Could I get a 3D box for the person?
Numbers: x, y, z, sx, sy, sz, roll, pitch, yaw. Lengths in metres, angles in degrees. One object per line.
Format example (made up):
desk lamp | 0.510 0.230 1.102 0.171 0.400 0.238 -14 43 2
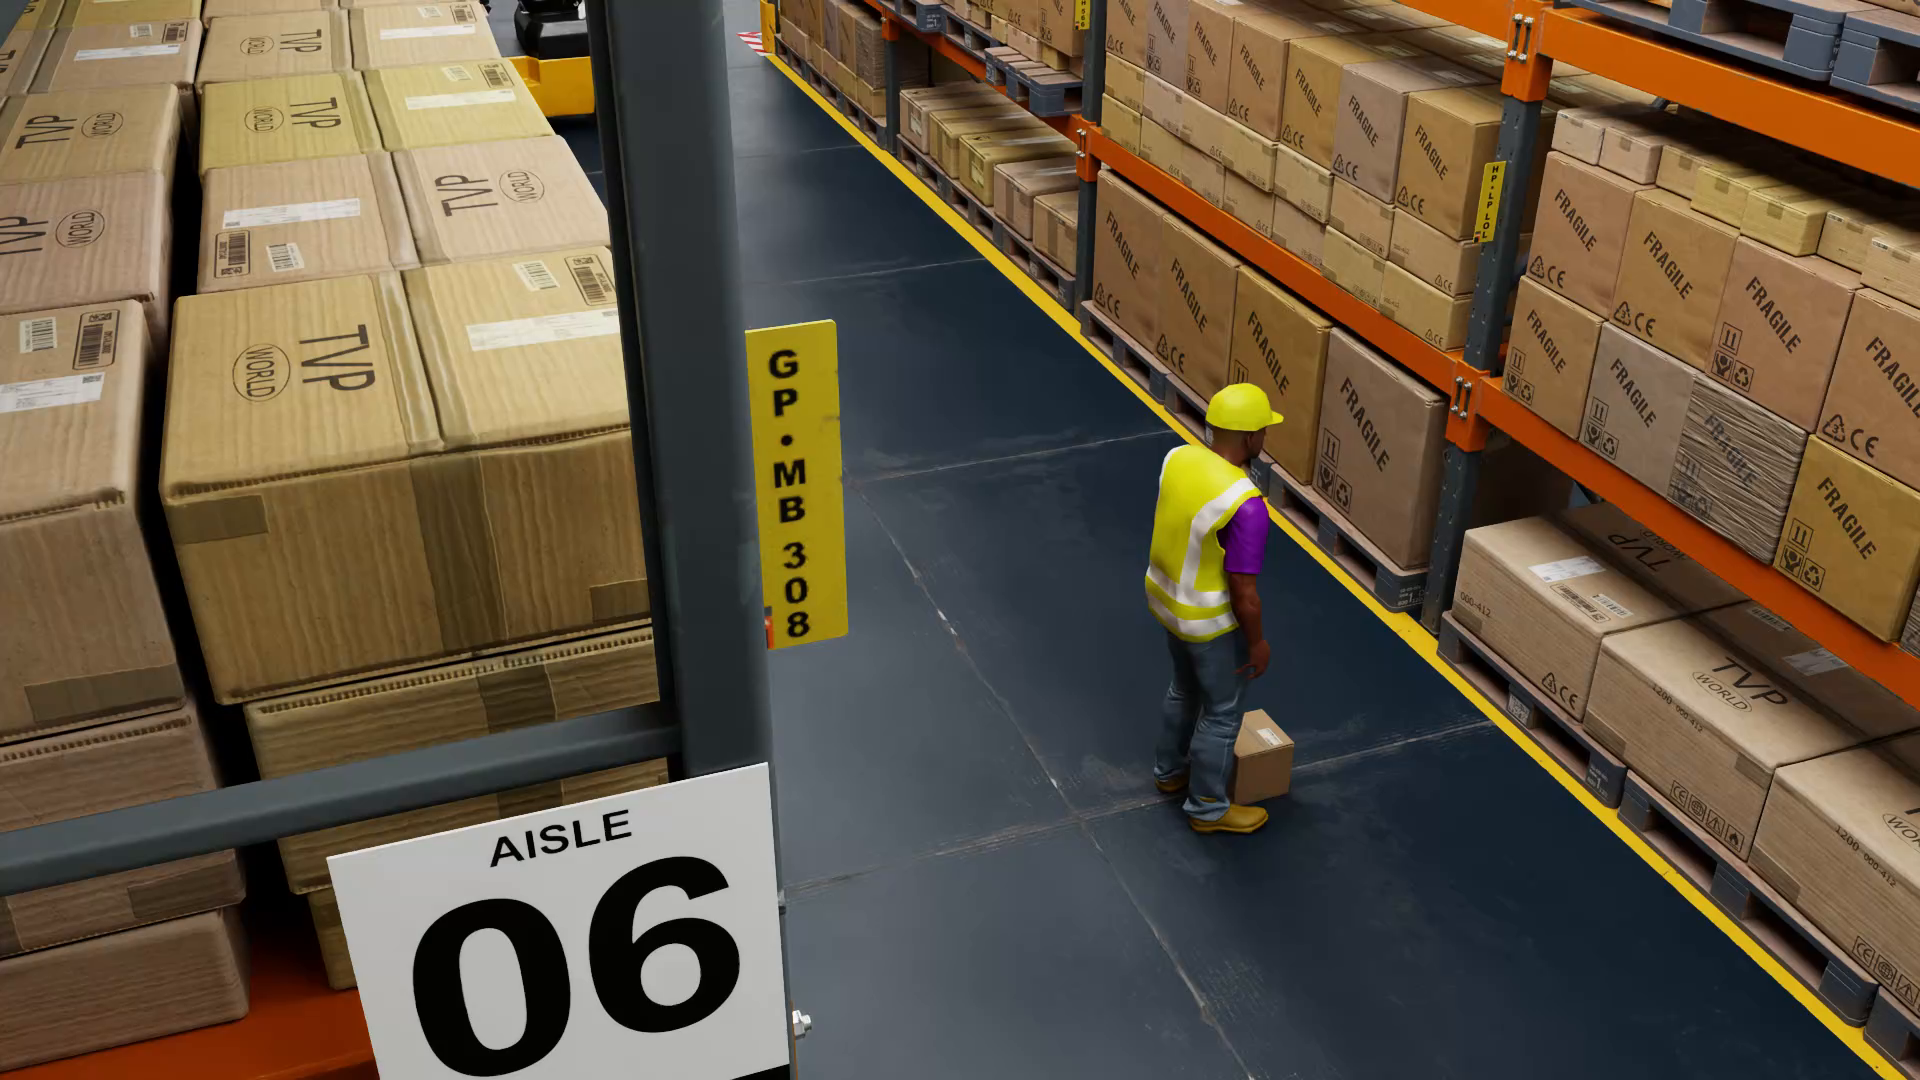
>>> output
person | 0.935 0.249 6.173 0.459 1.760 0.634 -12 32 -20
